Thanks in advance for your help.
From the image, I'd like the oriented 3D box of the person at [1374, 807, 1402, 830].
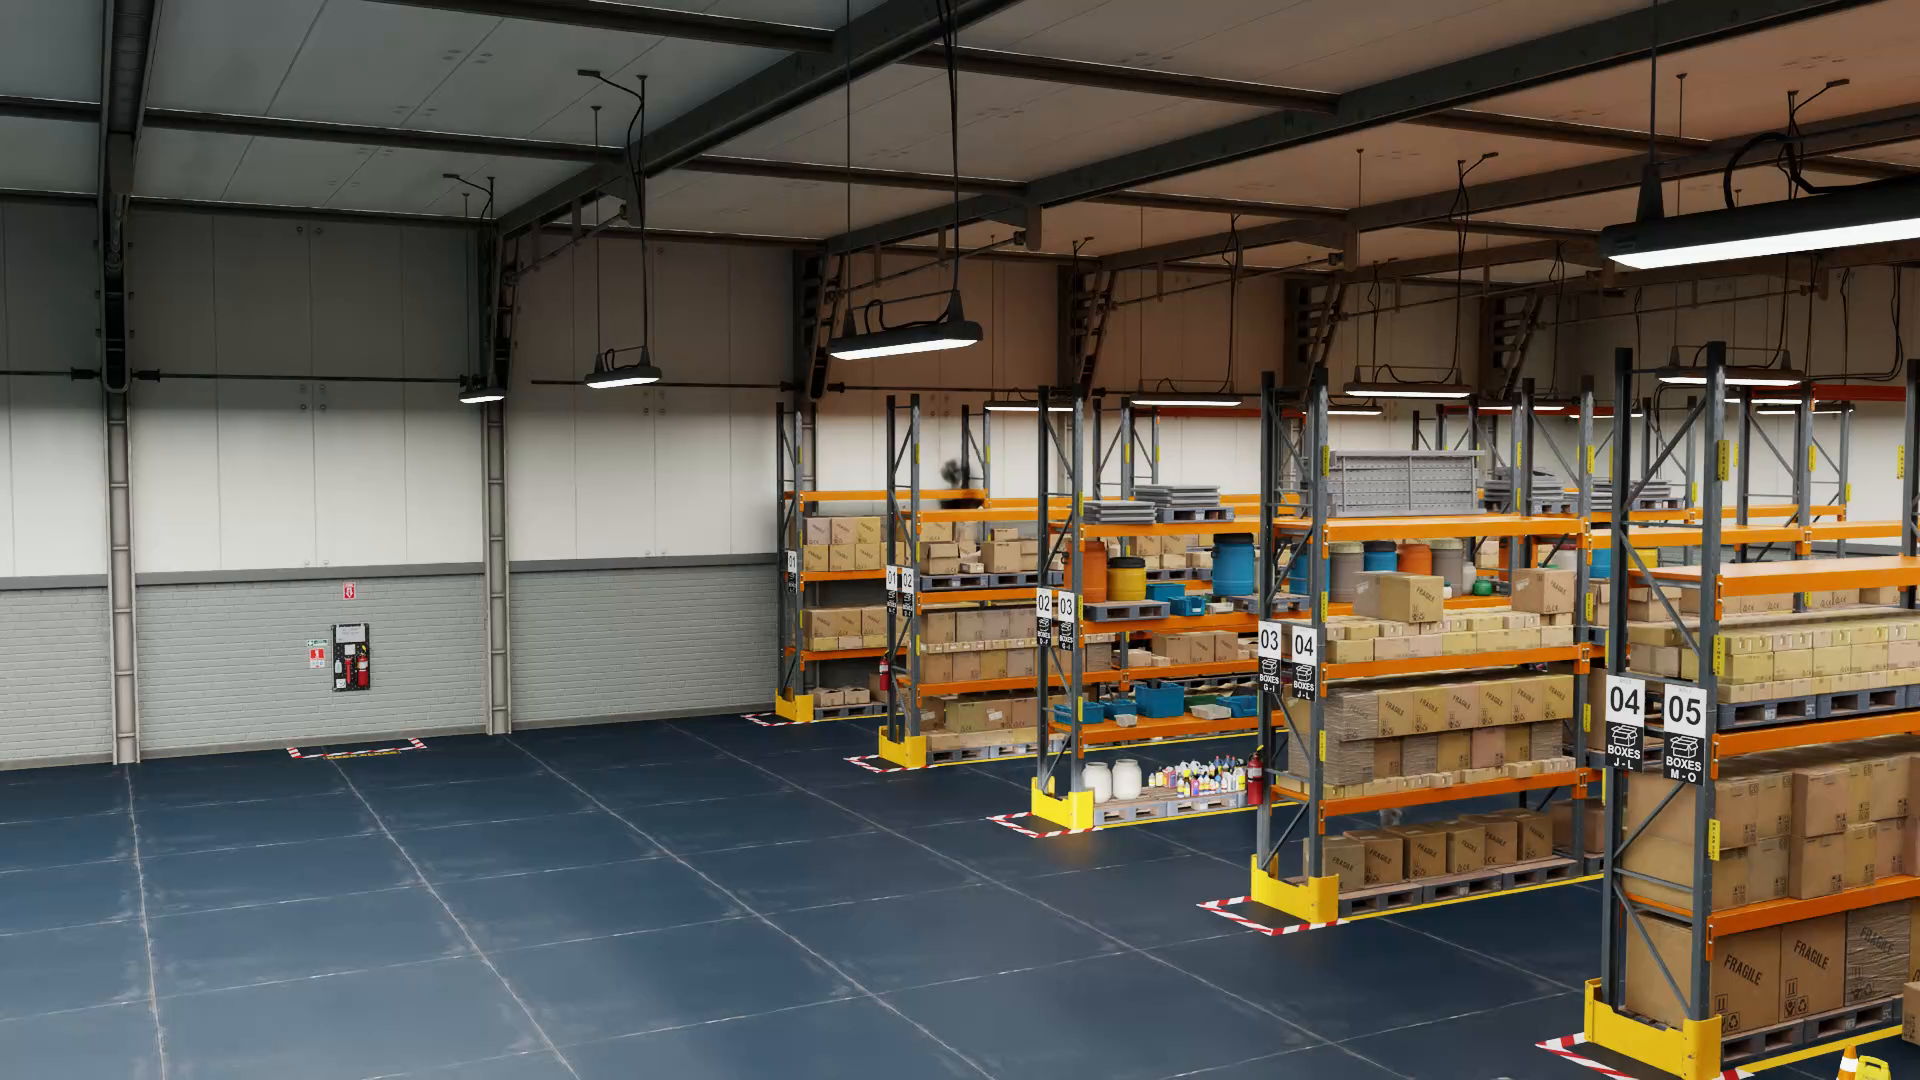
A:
[{"bbox_3d":[5.635,3.075,21.750,0.629,1.731,0.698,-3,4,-39],"label":"person"}]
